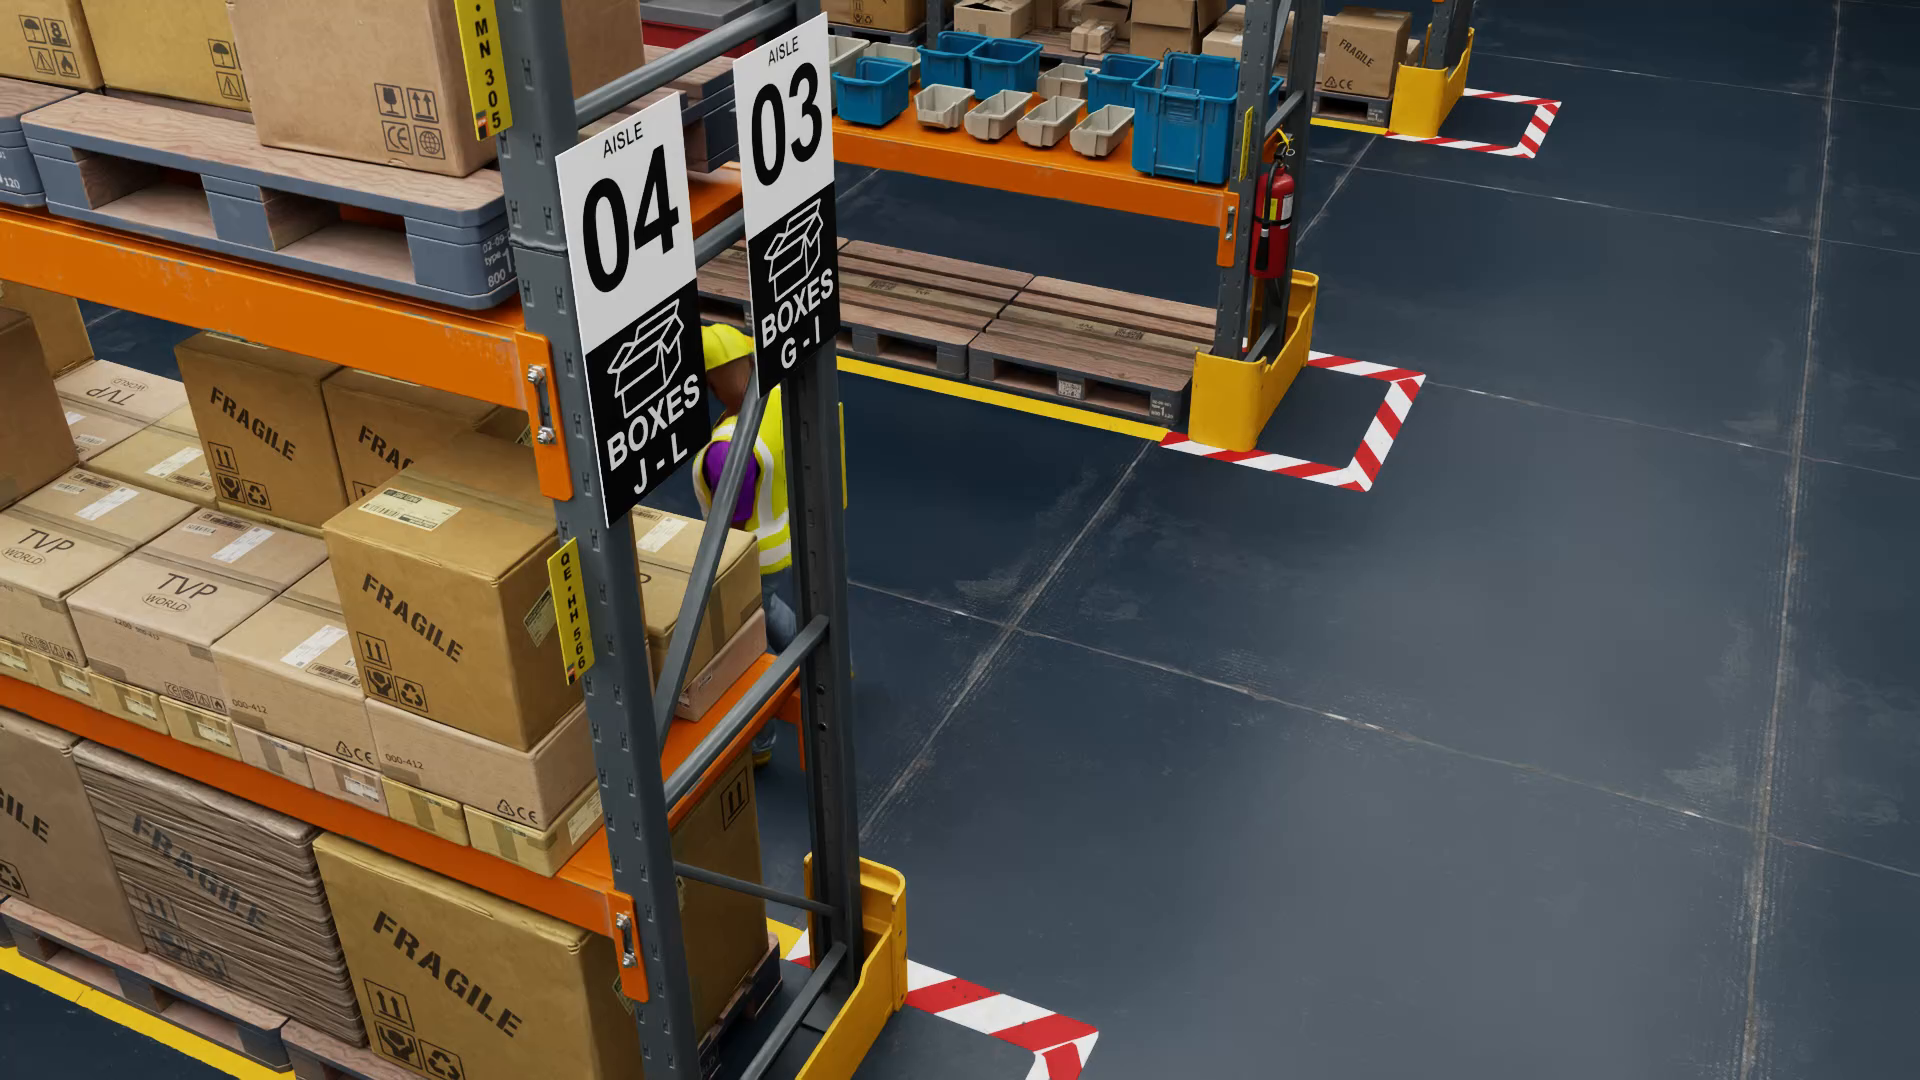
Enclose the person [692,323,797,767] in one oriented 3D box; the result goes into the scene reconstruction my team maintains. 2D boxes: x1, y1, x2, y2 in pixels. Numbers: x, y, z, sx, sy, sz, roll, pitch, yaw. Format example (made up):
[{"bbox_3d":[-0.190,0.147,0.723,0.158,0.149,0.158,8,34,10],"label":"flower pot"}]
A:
[{"bbox_3d":[-0.761,0.045,6.033,0.464,1.758,0.661,6,34,9],"label":"person"}]
